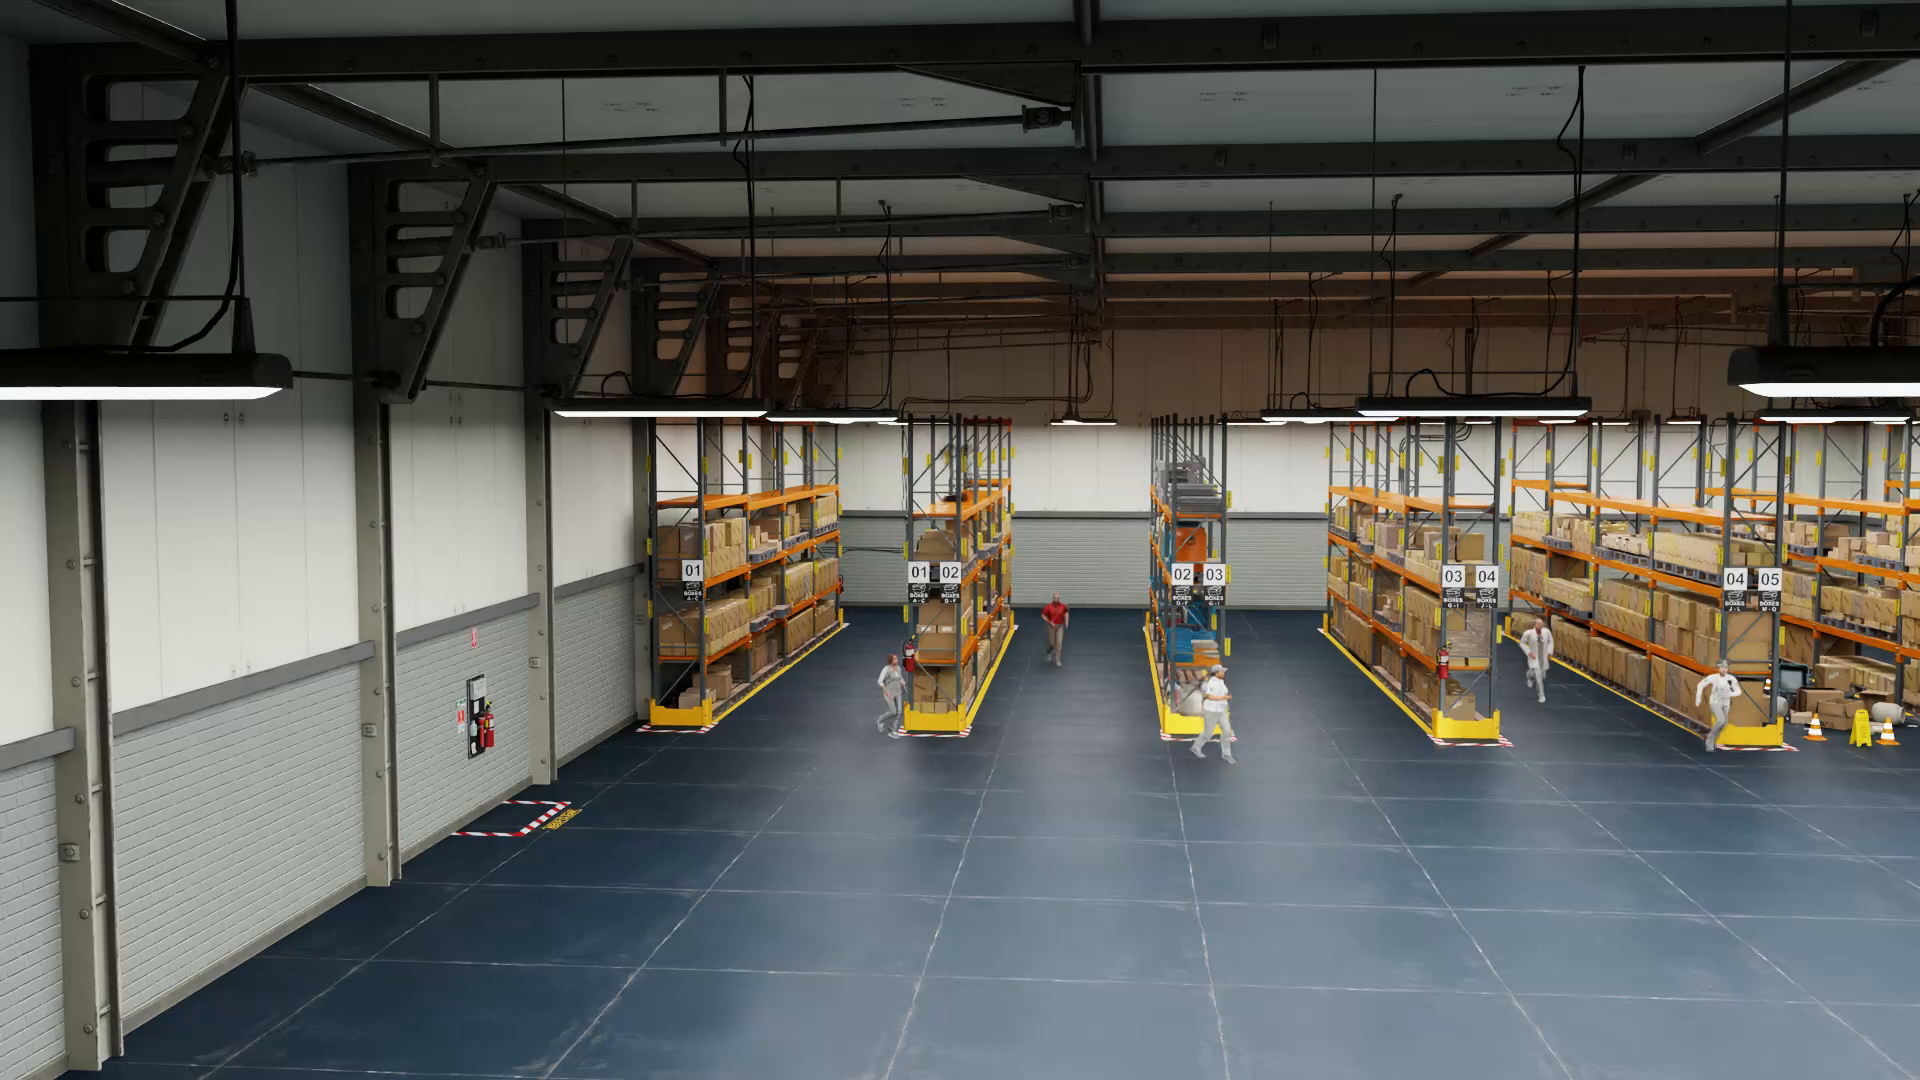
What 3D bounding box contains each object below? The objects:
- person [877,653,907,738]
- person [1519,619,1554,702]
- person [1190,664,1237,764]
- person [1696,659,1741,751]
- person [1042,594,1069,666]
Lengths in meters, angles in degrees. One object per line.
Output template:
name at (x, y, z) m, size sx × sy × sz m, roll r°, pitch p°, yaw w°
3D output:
person at (-1.274, 2.874, 30.842) m, size 0.558 × 1.574 × 0.539 m, roll -4°, pitch 5°, yaw -42°
person at (12.164, 2.517, 35.144) m, size 0.726 × 1.761 × 0.890 m, roll 0°, pitch 4°, yaw -5°
person at (4.339, 2.980, 28.524) m, size 0.826 × 1.716 × 0.582 m, roll 3°, pitch 5°, yaw 34°
person at (13.421, 2.923, 29.379) m, size 0.670 × 1.653 × 0.607 m, roll 0°, pitch 4°, yaw -3°
person at (2.318, 2.158, 40.370) m, size 0.688 × 1.731 × 0.817 m, roll -1°, pitch 4°, yaw -9°
